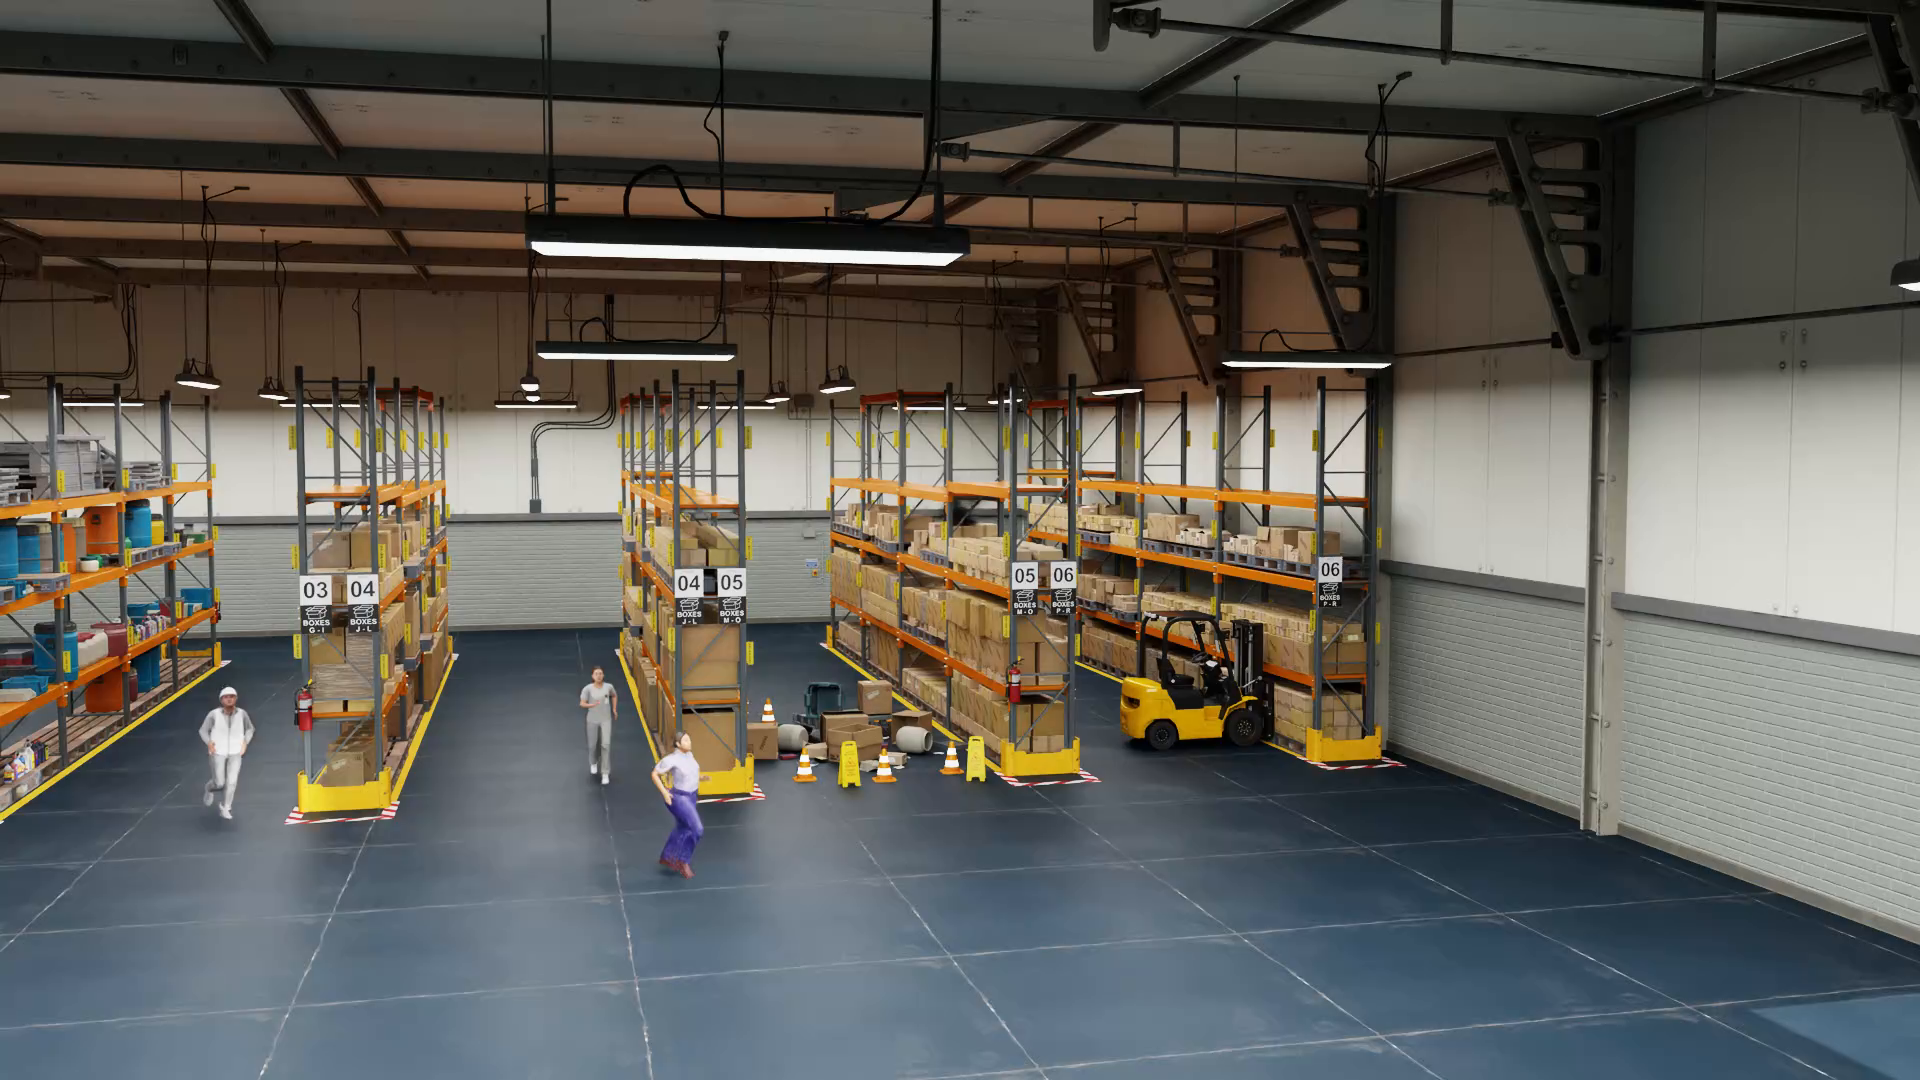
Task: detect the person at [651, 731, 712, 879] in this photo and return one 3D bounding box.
[{"bbox_3d":[-3.189,3.047,19.168,0.713,1.692,0.580,1,4,16],"label":"person"}]

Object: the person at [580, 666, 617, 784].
[{"bbox_3d":[-5.305,2.681,24.455,0.558,1.670,0.952,-1,4,-16],"label":"person"}]

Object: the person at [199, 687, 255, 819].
[{"bbox_3d":[-9.811,2.824,22.273,0.682,1.733,0.641,-2,4,-34],"label":"person"}]
